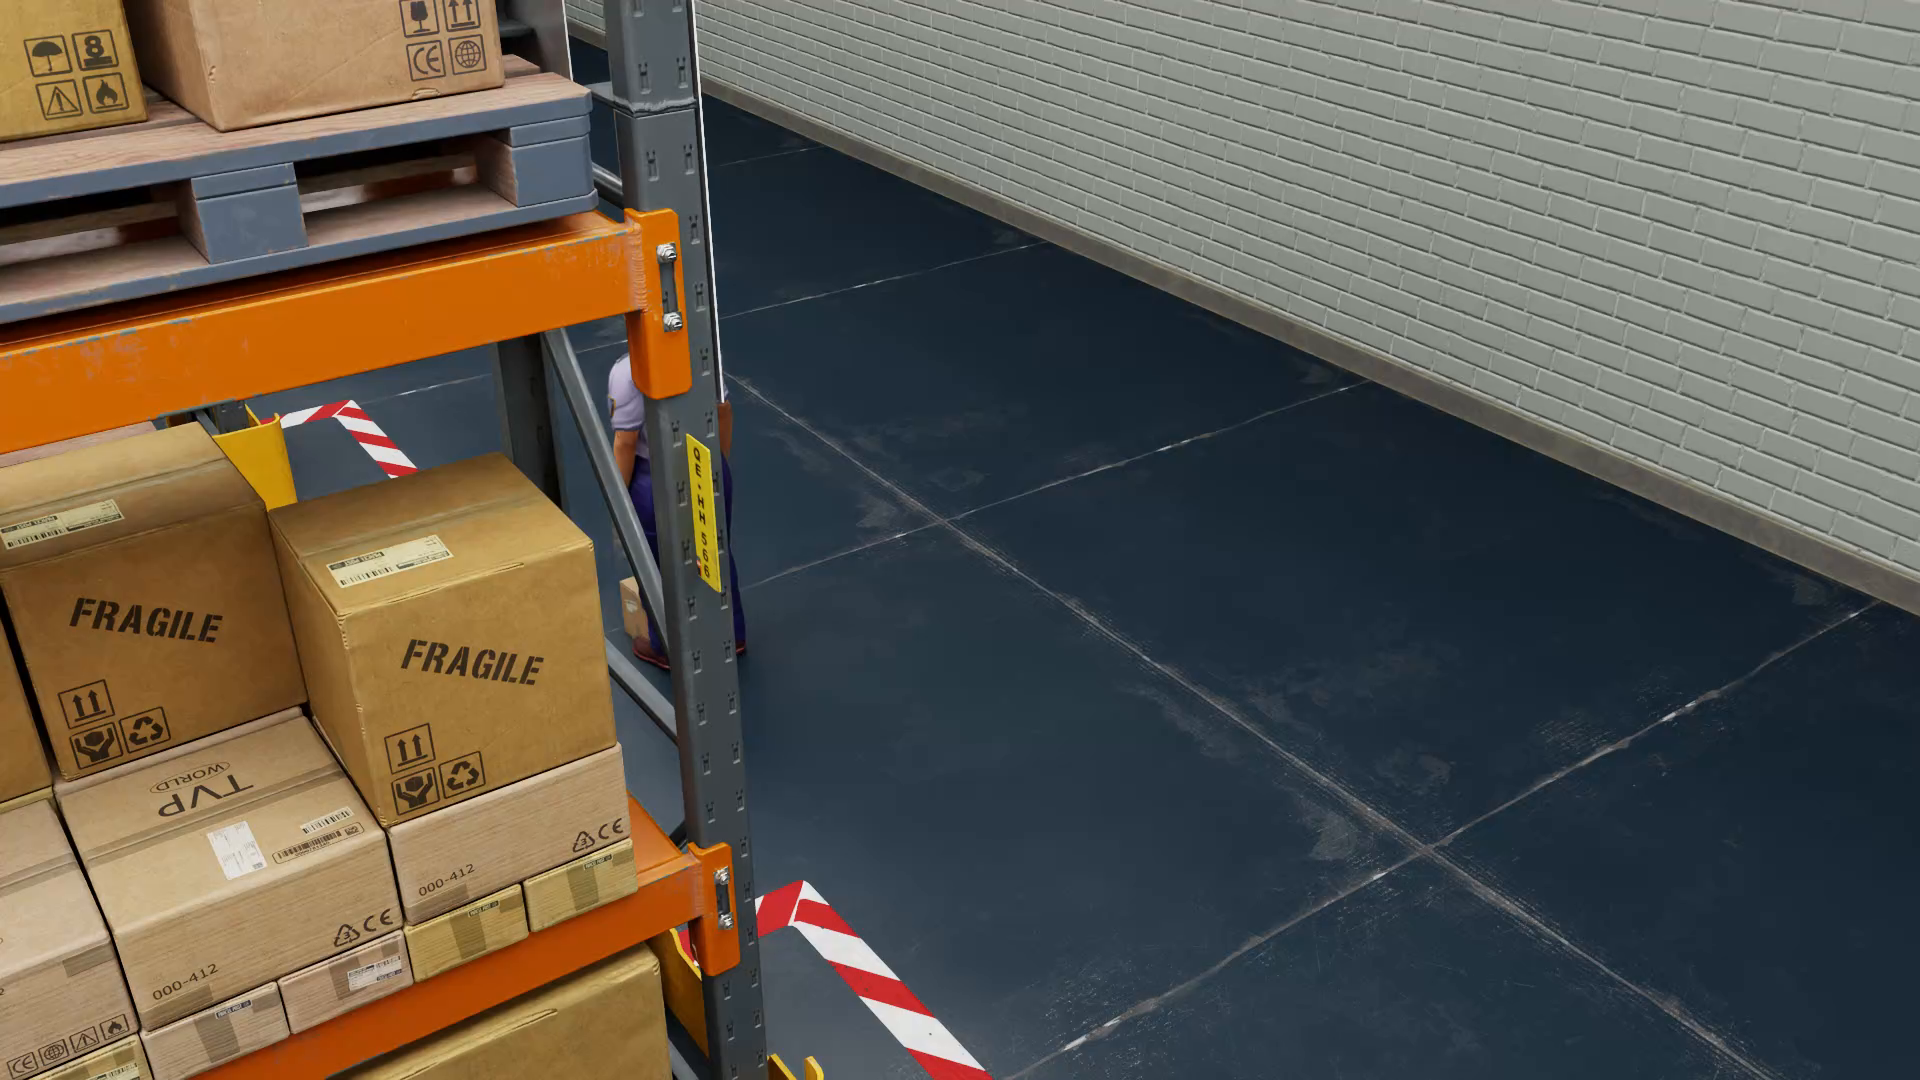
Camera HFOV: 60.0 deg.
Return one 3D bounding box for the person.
[{"bbox_3d":[-1.133,-0.241,6.573,0.551,1.650,0.425,-21,35,-33],"label":"person"}]
